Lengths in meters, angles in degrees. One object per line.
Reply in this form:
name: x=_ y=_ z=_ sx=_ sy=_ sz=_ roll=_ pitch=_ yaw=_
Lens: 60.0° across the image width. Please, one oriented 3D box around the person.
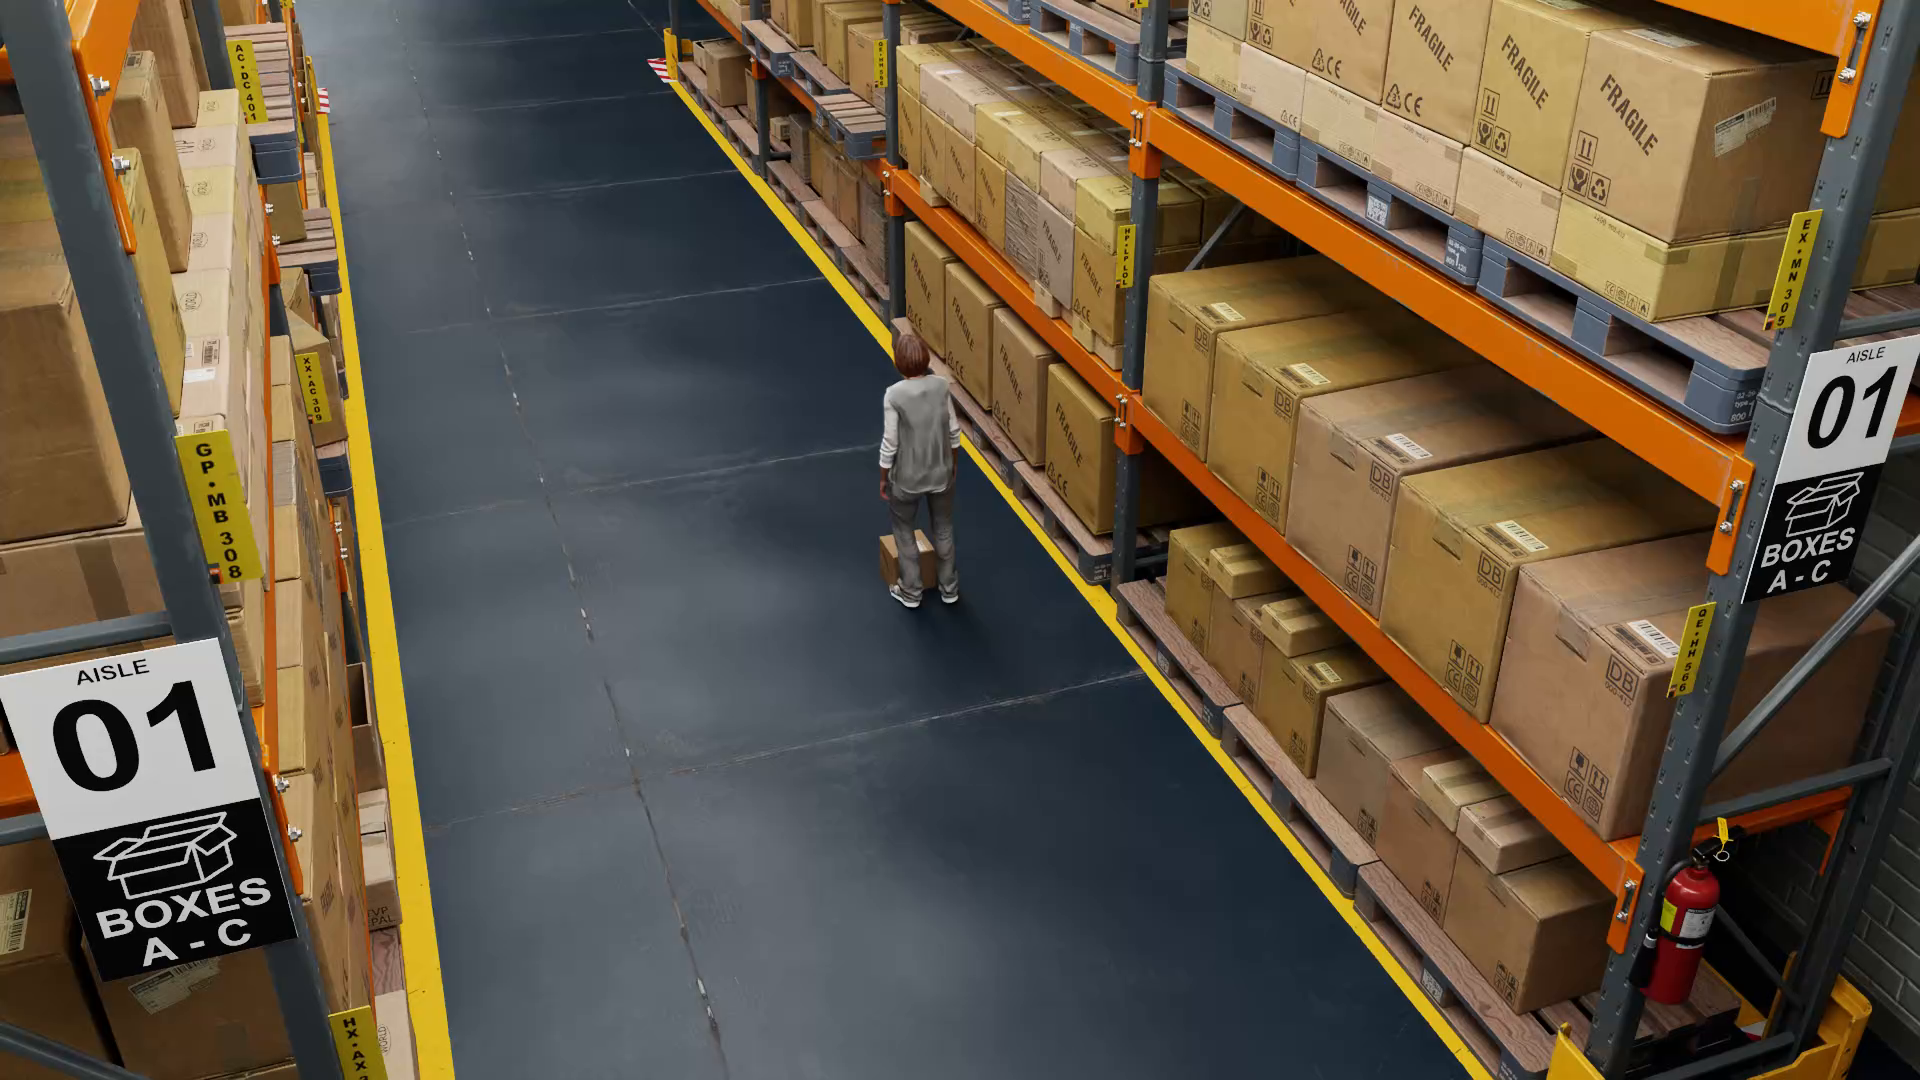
person: x=-0.217 y=-0.350 z=8.944 sx=0.480 sy=1.592 sz=0.378 roll=-12 pitch=32 yaw=-20
